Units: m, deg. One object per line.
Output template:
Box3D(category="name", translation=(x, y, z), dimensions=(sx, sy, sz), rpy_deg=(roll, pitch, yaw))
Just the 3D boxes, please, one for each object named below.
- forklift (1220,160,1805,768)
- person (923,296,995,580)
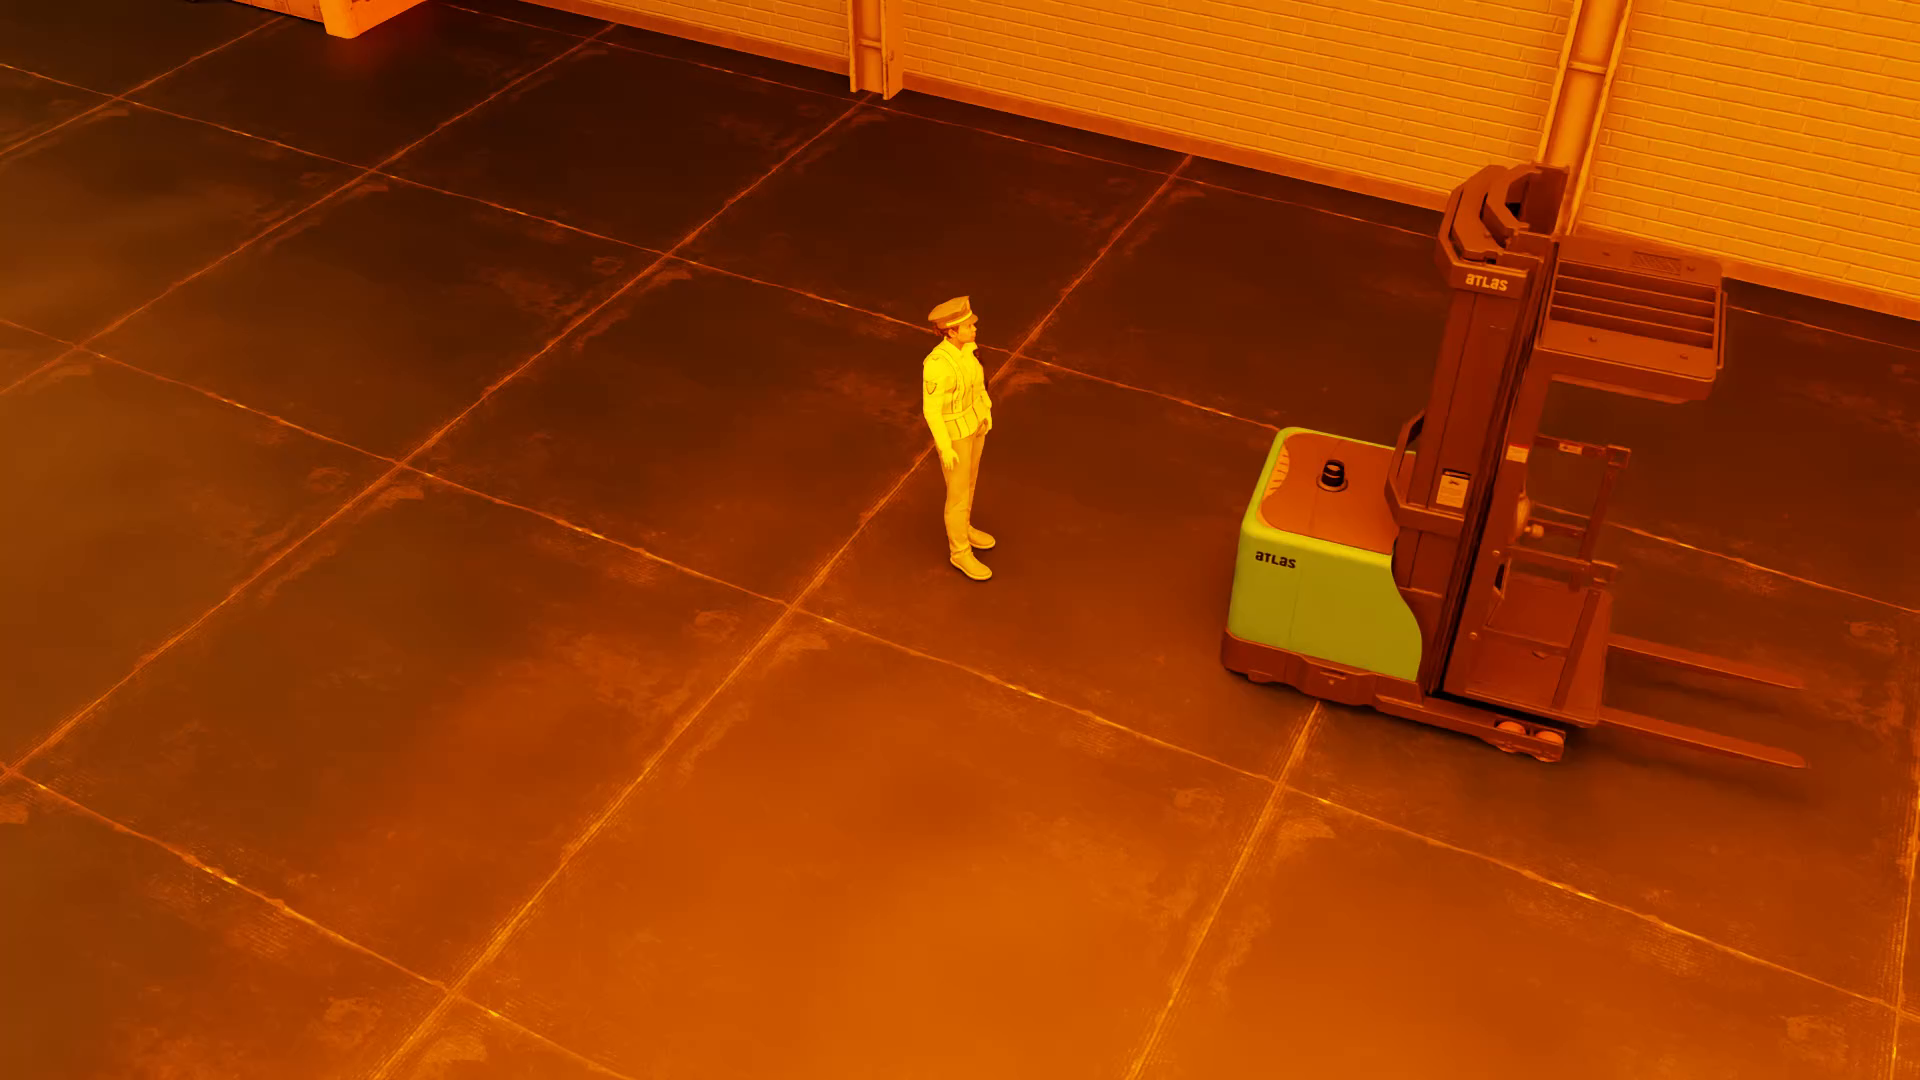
Box3D(category="forklift", translation=(3.037, -0.330, 8.378), dimensions=(3.031, 2.935, 1.130), rpy_deg=(14, 42, 16))
Box3D(category="person", translation=(0.058, -0.630, 9.683), dimensions=(0.531, 1.695, 0.588), rpy_deg=(18, 43, 21))
